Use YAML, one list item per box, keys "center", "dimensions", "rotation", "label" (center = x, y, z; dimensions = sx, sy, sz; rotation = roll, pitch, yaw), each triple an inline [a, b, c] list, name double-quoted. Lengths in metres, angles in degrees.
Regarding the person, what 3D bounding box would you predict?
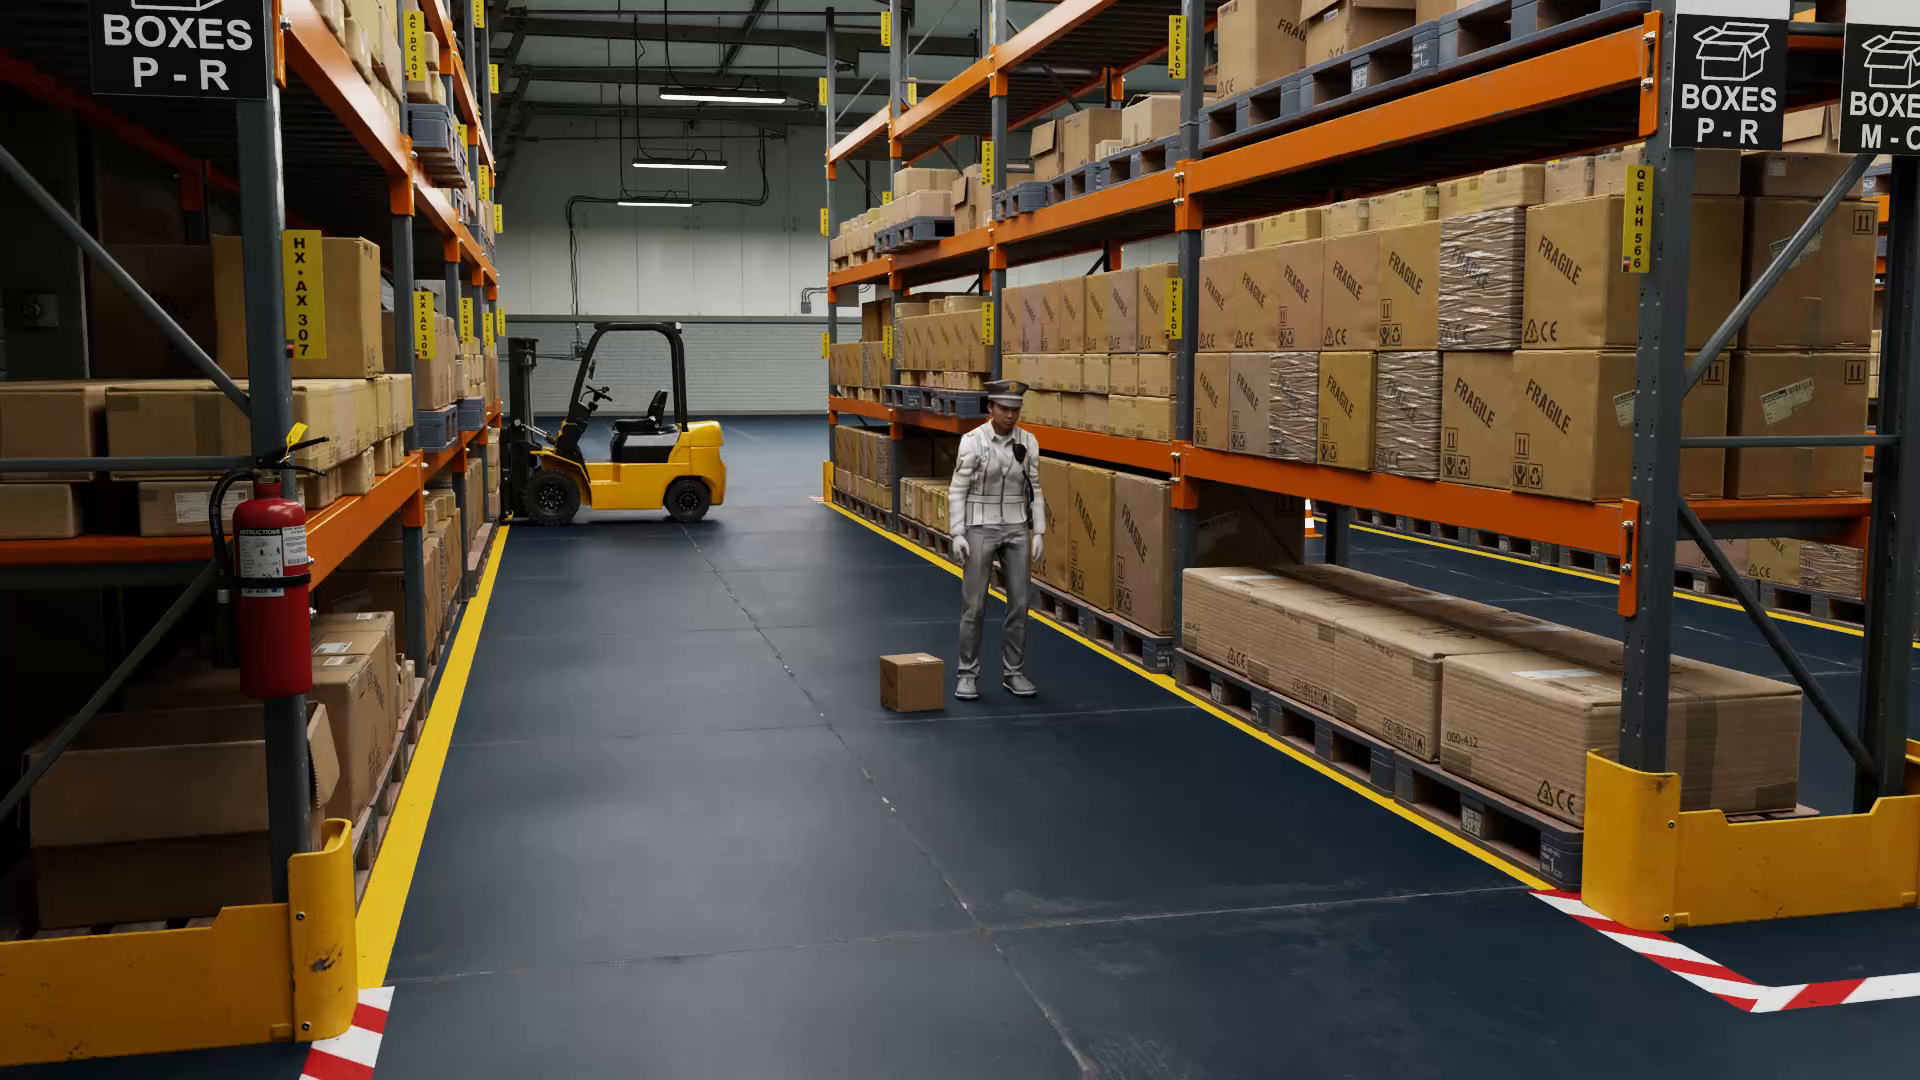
- center: [0.205, -0.011, 8.767]
  dimensions: [0.526, 1.663, 0.343]
  rotation: [-2, 6, -15]
  label: "person"
